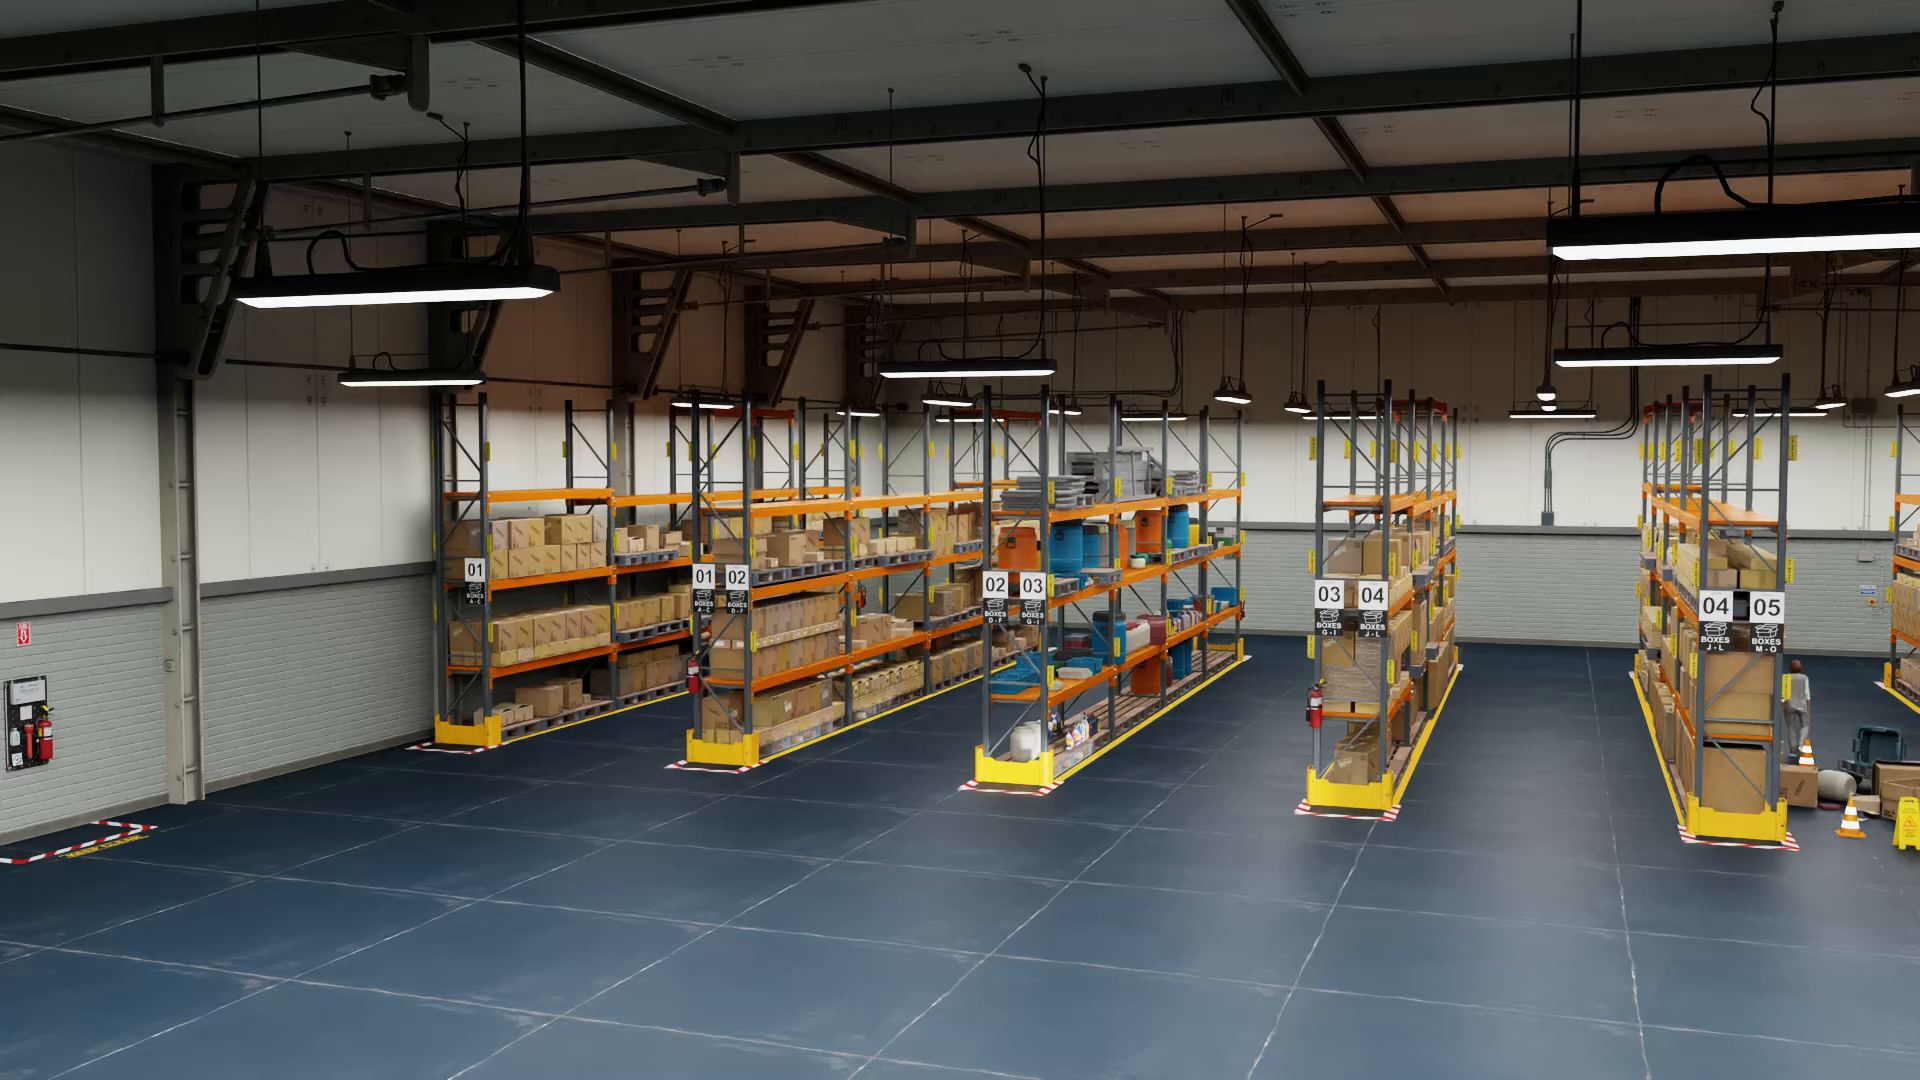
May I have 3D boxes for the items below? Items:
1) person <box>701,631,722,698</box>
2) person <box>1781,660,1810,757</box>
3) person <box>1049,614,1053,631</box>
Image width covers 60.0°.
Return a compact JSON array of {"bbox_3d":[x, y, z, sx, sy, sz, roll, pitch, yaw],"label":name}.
[{"bbox_3d":[-4.628,2.526,30.271,0.577,1.711,0.478,2,3,29],"label":"person"},{"bbox_3d":[13.677,2.815,27.193,0.461,1.488,0.480,1,3,20],"label":"person"},{"bbox_3d":[2.143,1.862,42.830,0.450,1.683,0.441,2,4,37],"label":"person"}]
